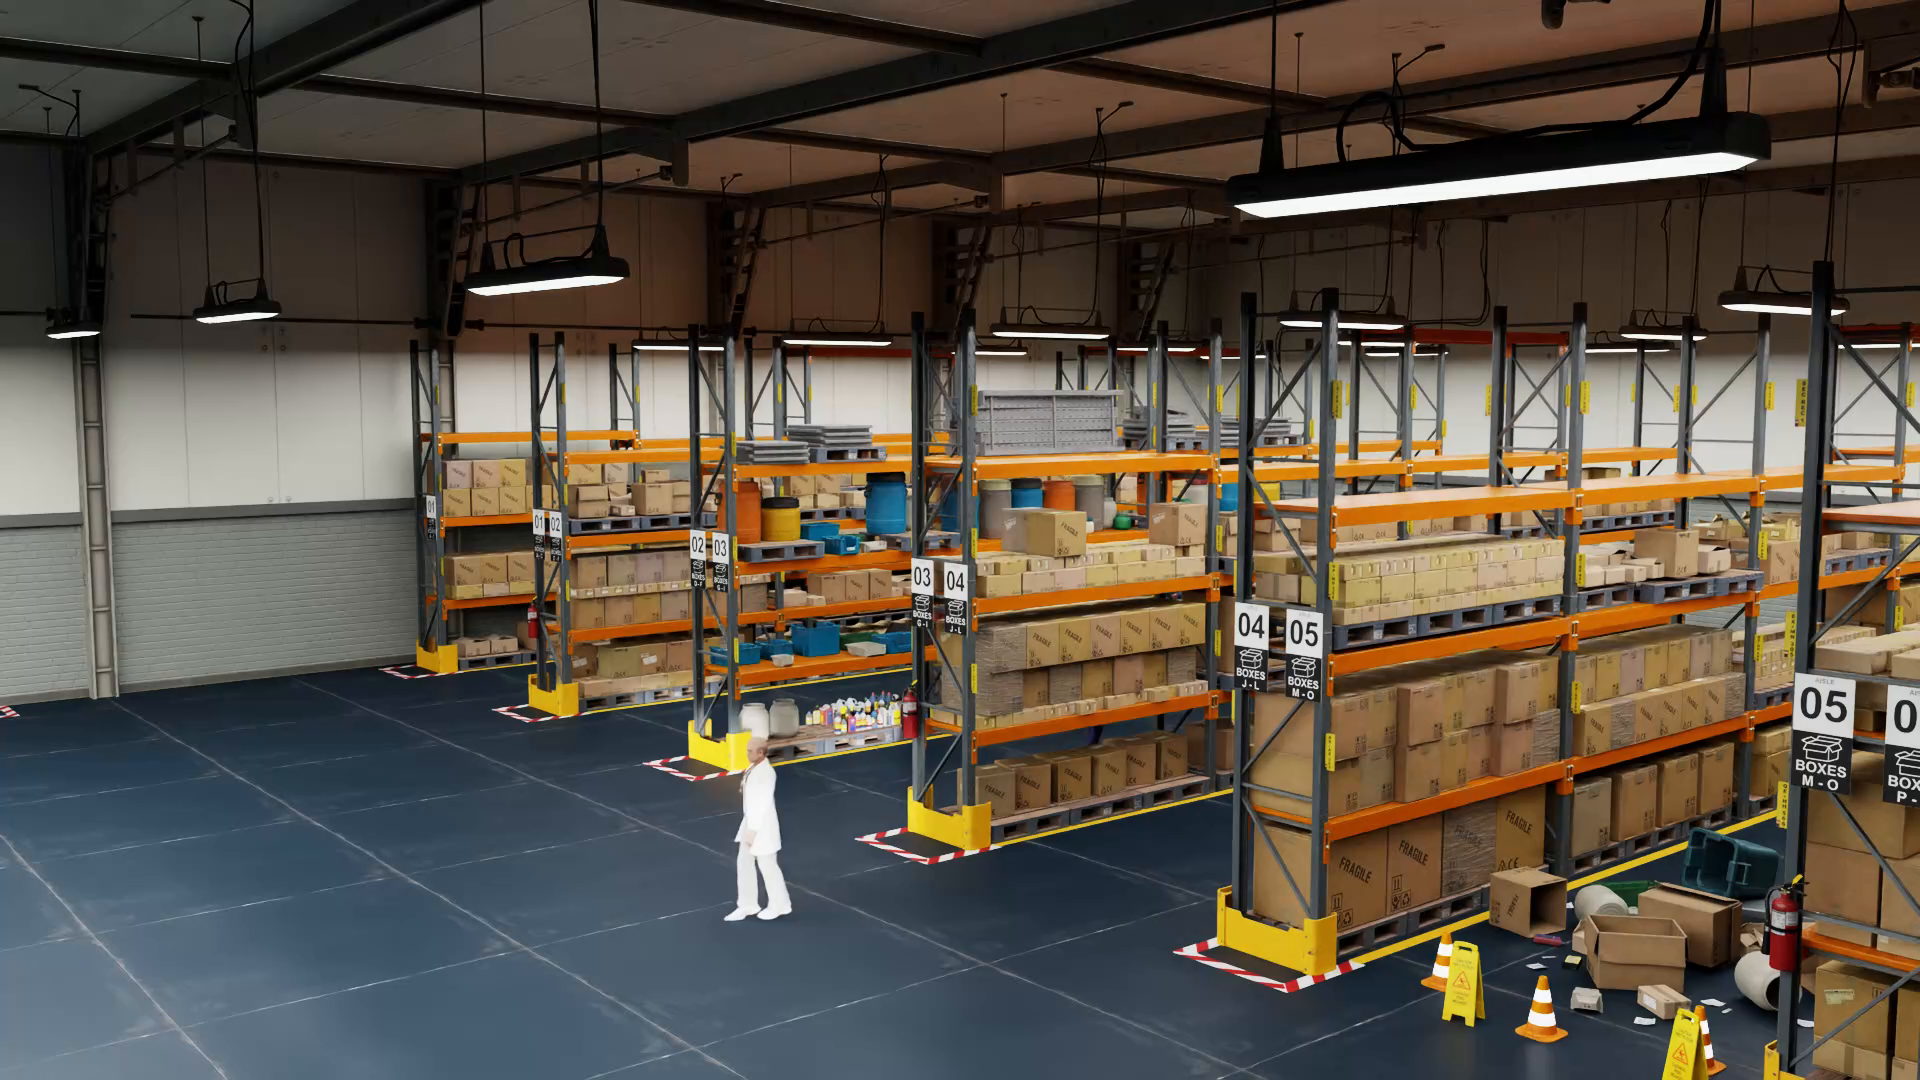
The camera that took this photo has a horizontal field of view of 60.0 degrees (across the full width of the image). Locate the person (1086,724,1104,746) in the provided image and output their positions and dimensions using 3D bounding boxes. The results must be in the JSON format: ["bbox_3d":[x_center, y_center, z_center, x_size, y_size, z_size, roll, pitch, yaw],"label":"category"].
[{"bbox_3d":[1.907,2.253,22.643,0.513,1.597,0.824,4,7,36],"label":"person"}]

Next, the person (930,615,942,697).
[{"bbox_3d":[-0.484,1.755,27.056,0.737,1.592,0.671,-3,6,-29],"label":"person"}]

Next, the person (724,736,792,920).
[{"bbox_3d":[-1.965,2.809,16.117,0.649,1.828,0.649,-2,6,-22],"label":"person"}]
